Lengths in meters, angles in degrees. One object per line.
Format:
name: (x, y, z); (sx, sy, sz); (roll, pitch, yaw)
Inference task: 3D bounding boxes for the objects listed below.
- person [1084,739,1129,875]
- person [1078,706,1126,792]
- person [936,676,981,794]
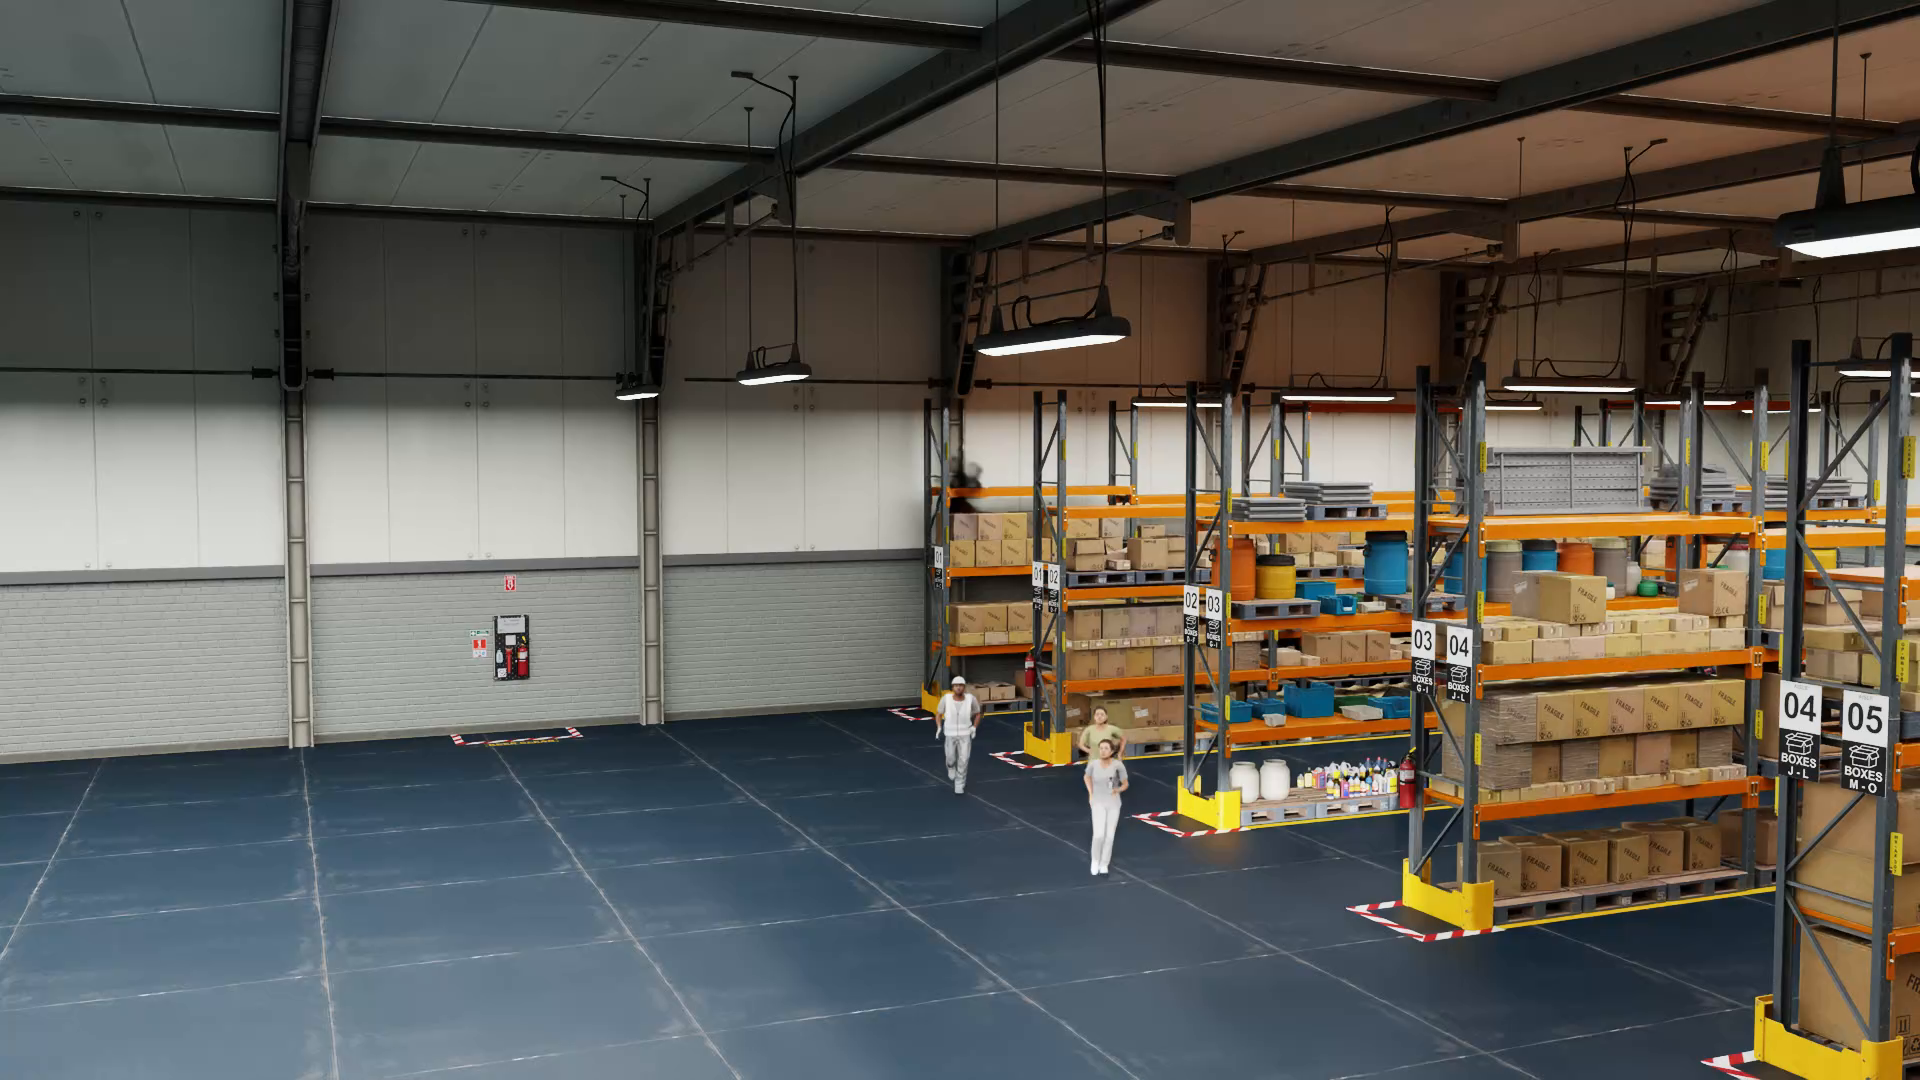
person: (1.732, 3.172, 19.721); (0.544, 1.640, 0.628); (0, 3, 7)
person: (1.856, 3.032, 22.017); (0.584, 1.683, 0.646); (1, 4, 20)
person: (-0.020, 2.858, 24.578); (0.671, 1.729, 0.635); (0, 3, 0)
